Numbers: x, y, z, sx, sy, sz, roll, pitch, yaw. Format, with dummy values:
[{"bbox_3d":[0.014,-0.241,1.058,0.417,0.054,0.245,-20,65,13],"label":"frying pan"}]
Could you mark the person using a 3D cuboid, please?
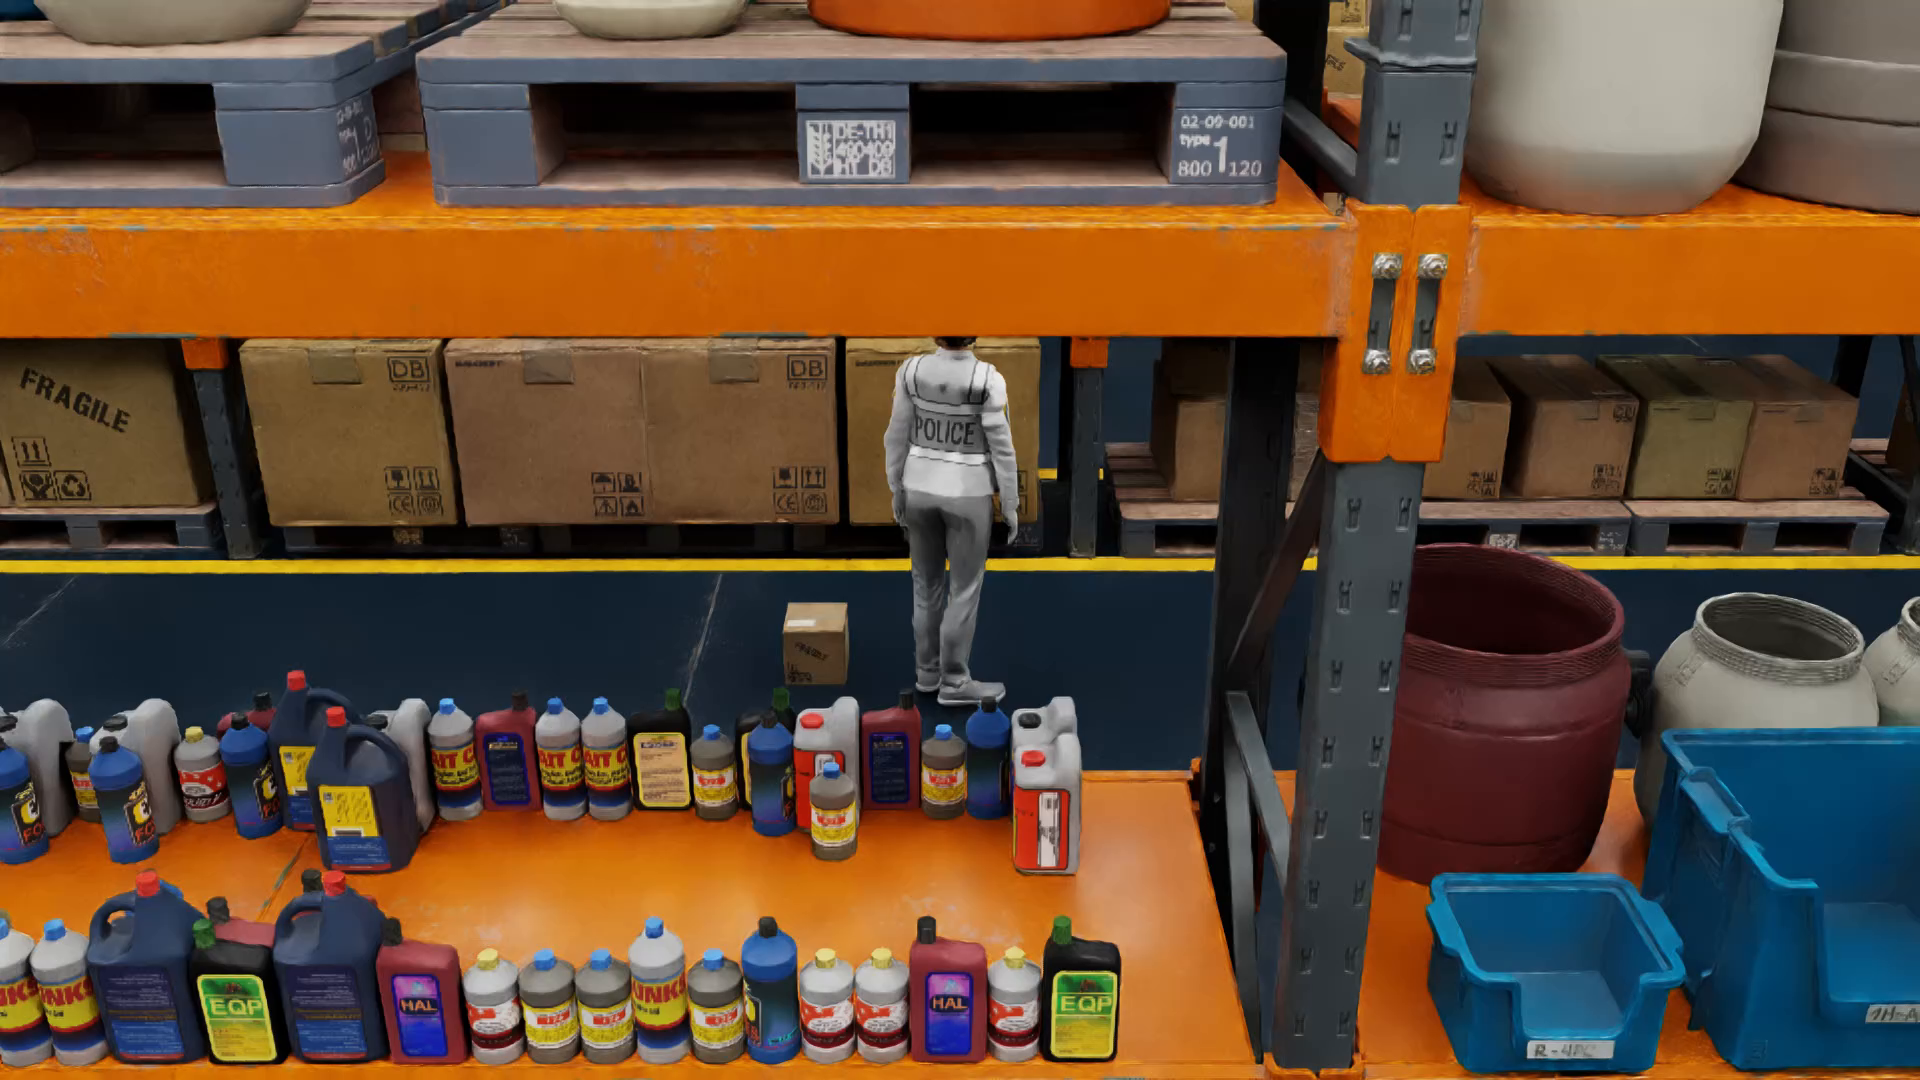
[{"bbox_3d":[-0.022,-0.160,6.395,0.528,1.681,0.365,9,26,20],"label":"person"}]
